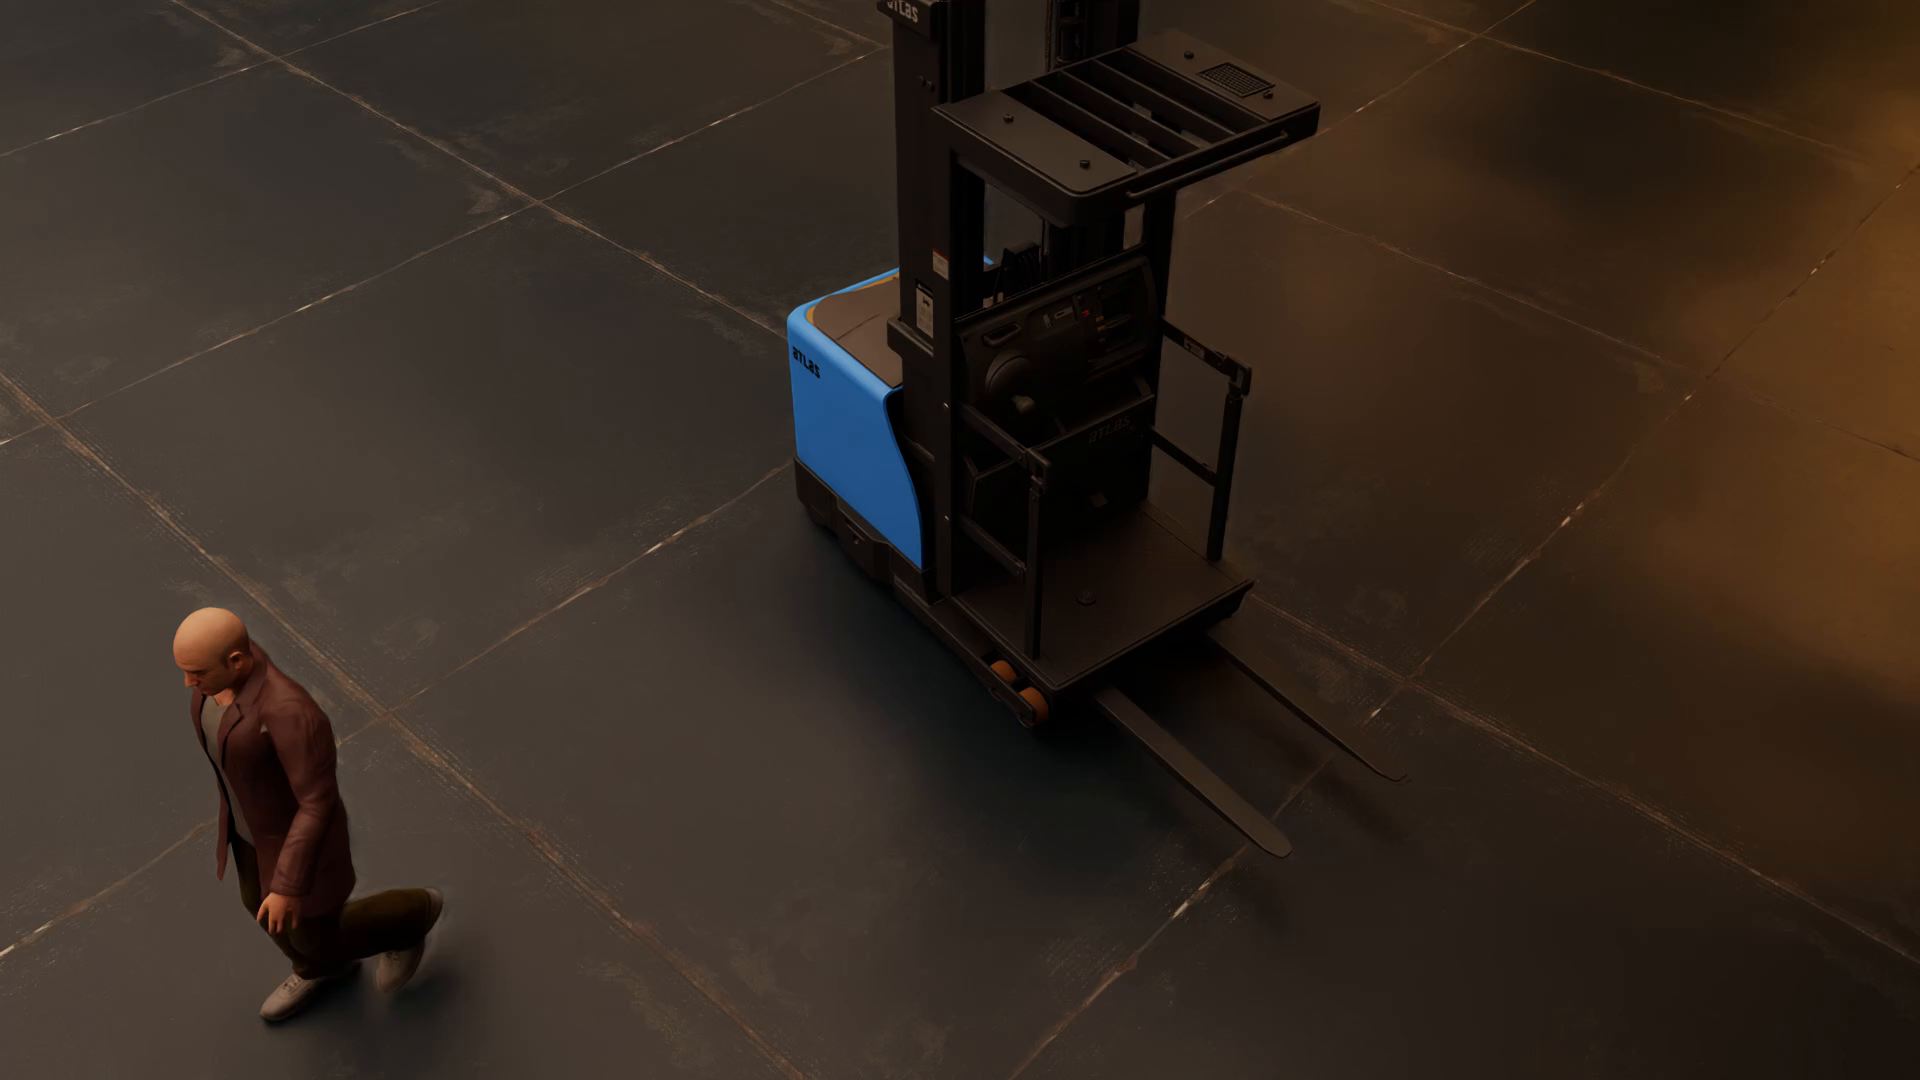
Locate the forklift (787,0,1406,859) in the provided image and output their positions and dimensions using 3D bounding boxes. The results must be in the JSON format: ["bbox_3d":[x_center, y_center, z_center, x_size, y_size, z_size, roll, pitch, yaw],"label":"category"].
[{"bbox_3d":[0.518,-0.712,6.258,1.130,2.935,3.031,-26,47,-27],"label":"forklift"}]

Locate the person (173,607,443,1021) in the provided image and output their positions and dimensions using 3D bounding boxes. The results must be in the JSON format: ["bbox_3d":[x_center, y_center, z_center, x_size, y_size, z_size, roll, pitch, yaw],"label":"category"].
[{"bbox_3d":[-2.132,0.874,5.312,0.852,1.761,0.651,28,48,28],"label":"person"}]
